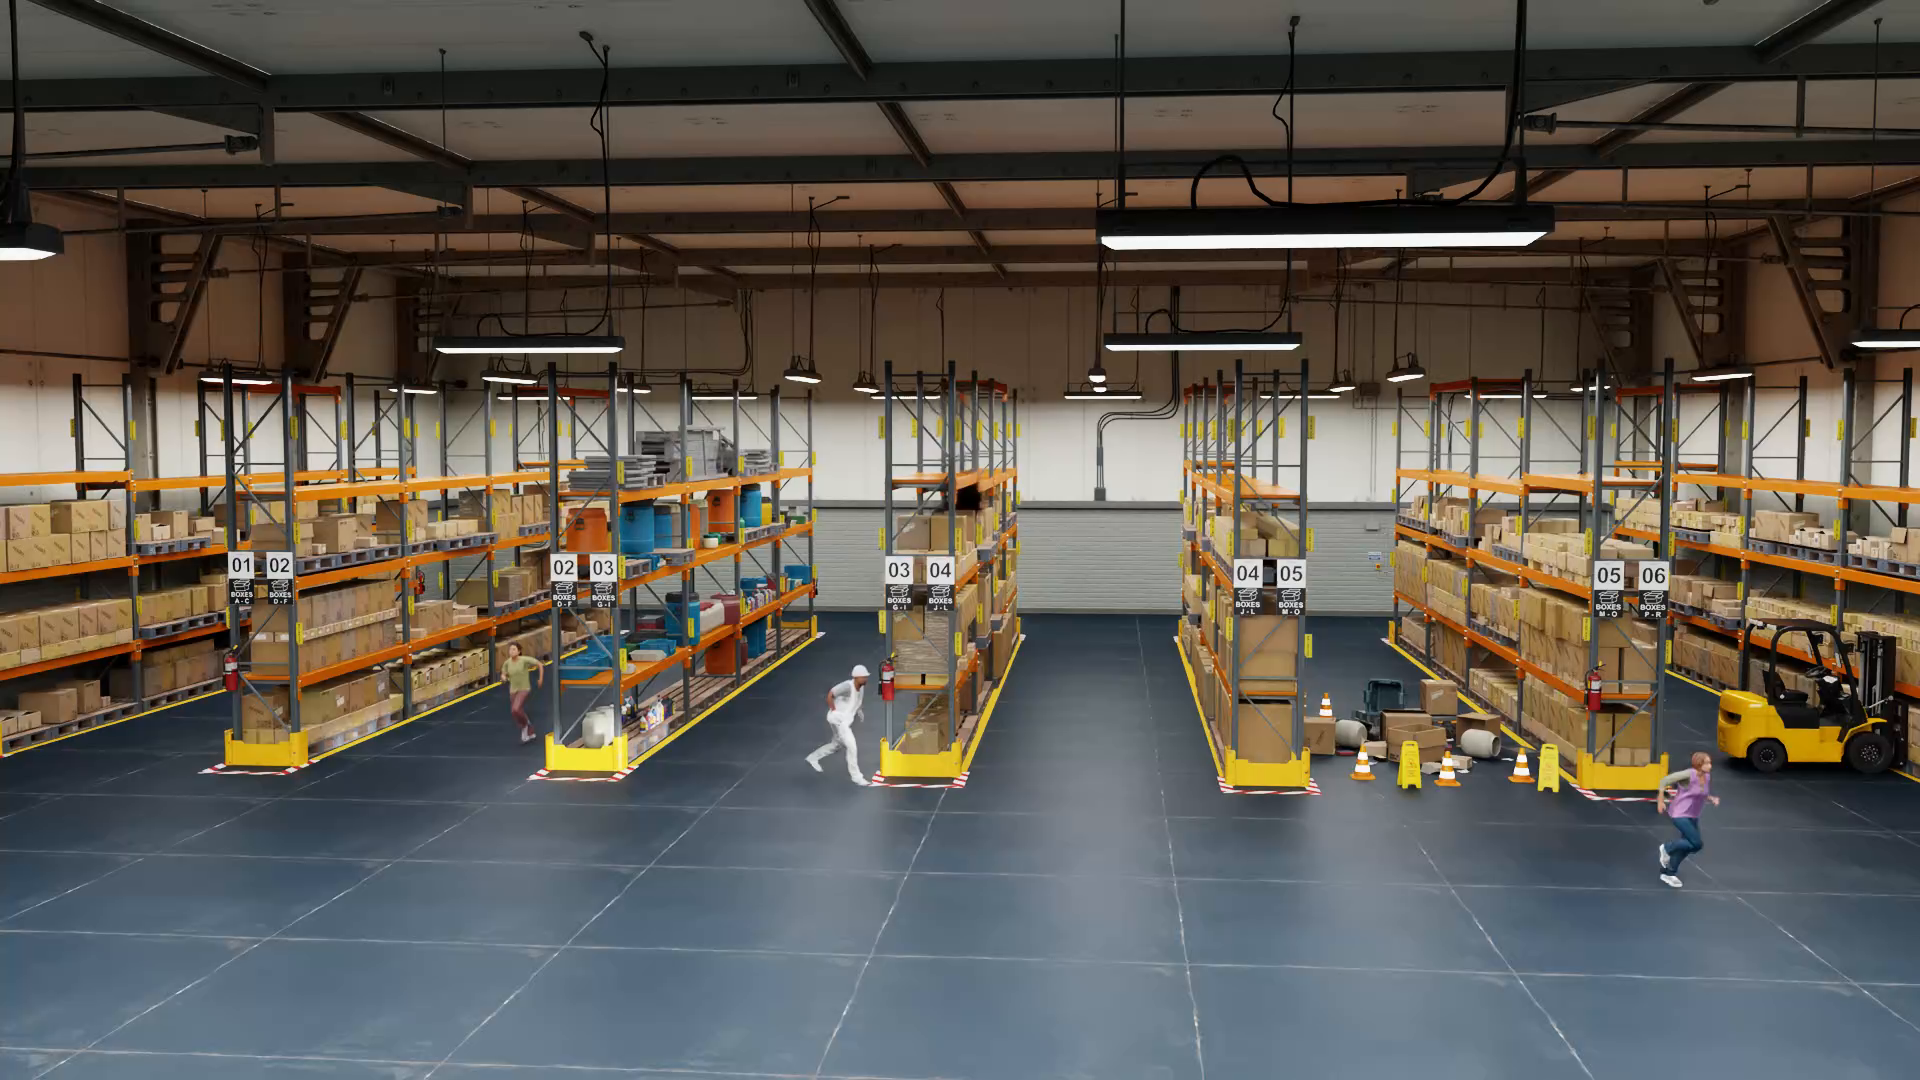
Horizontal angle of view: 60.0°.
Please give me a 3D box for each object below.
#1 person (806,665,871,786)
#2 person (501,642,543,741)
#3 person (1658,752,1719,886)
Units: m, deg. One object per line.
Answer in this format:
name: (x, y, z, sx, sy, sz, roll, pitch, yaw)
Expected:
person: (-1.746, 2.617, 23.614, 1.050, 1.728, 0.716, 2, 4, 28)
person: (-7.038, 2.430, 26.571, 0.615, 1.613, 0.689, 1, 4, 14)
person: (7.980, 3.054, 18.188, 0.524, 1.527, 0.656, -2, 4, -33)
